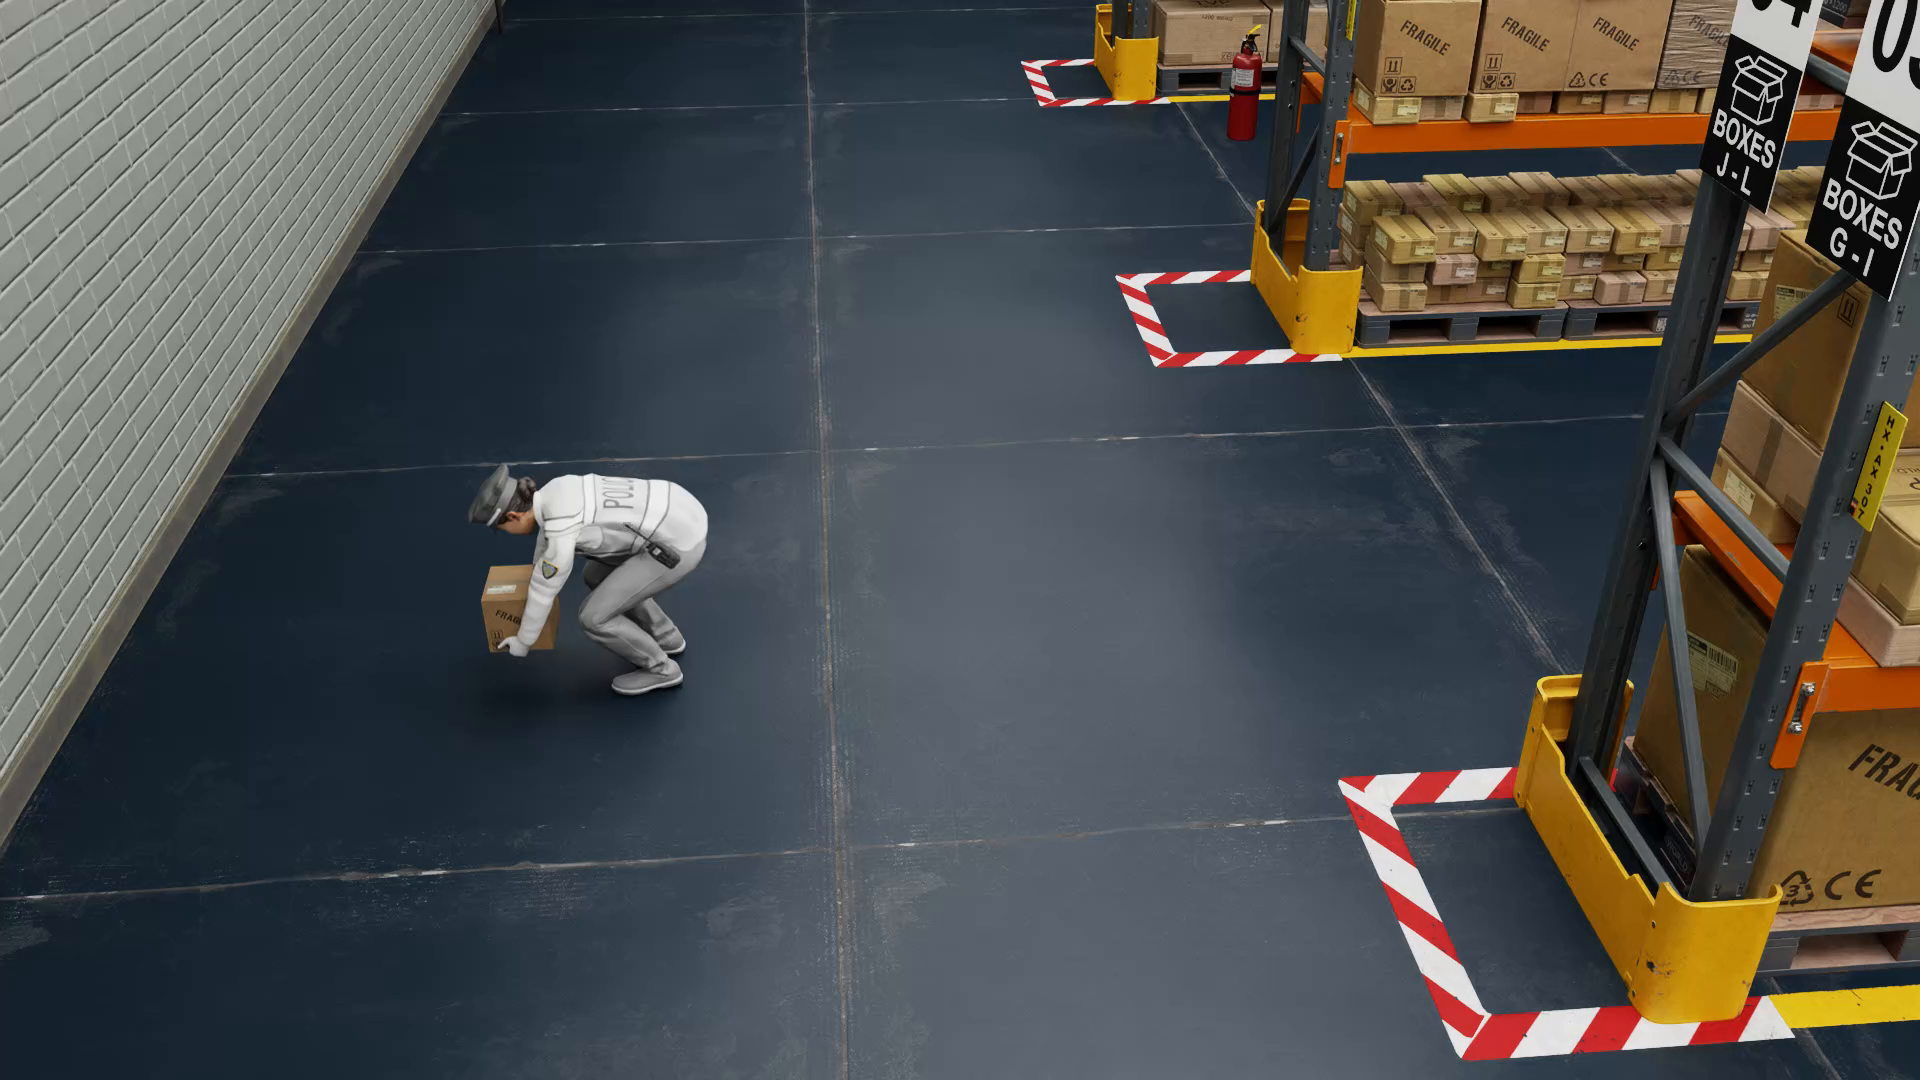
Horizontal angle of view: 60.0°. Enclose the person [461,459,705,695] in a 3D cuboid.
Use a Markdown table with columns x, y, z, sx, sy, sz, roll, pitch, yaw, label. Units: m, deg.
| x | y | z | sx | sy | sz | roll | pitch | yaw | label |
| --- | --- | --- | --- | --- | --- | --- | --- | --- | --- |
| -1.454 | 0.119 | 6.583 | 0.919 | 0.997 | 0.466 | -4 | 32 | -7 | person |
